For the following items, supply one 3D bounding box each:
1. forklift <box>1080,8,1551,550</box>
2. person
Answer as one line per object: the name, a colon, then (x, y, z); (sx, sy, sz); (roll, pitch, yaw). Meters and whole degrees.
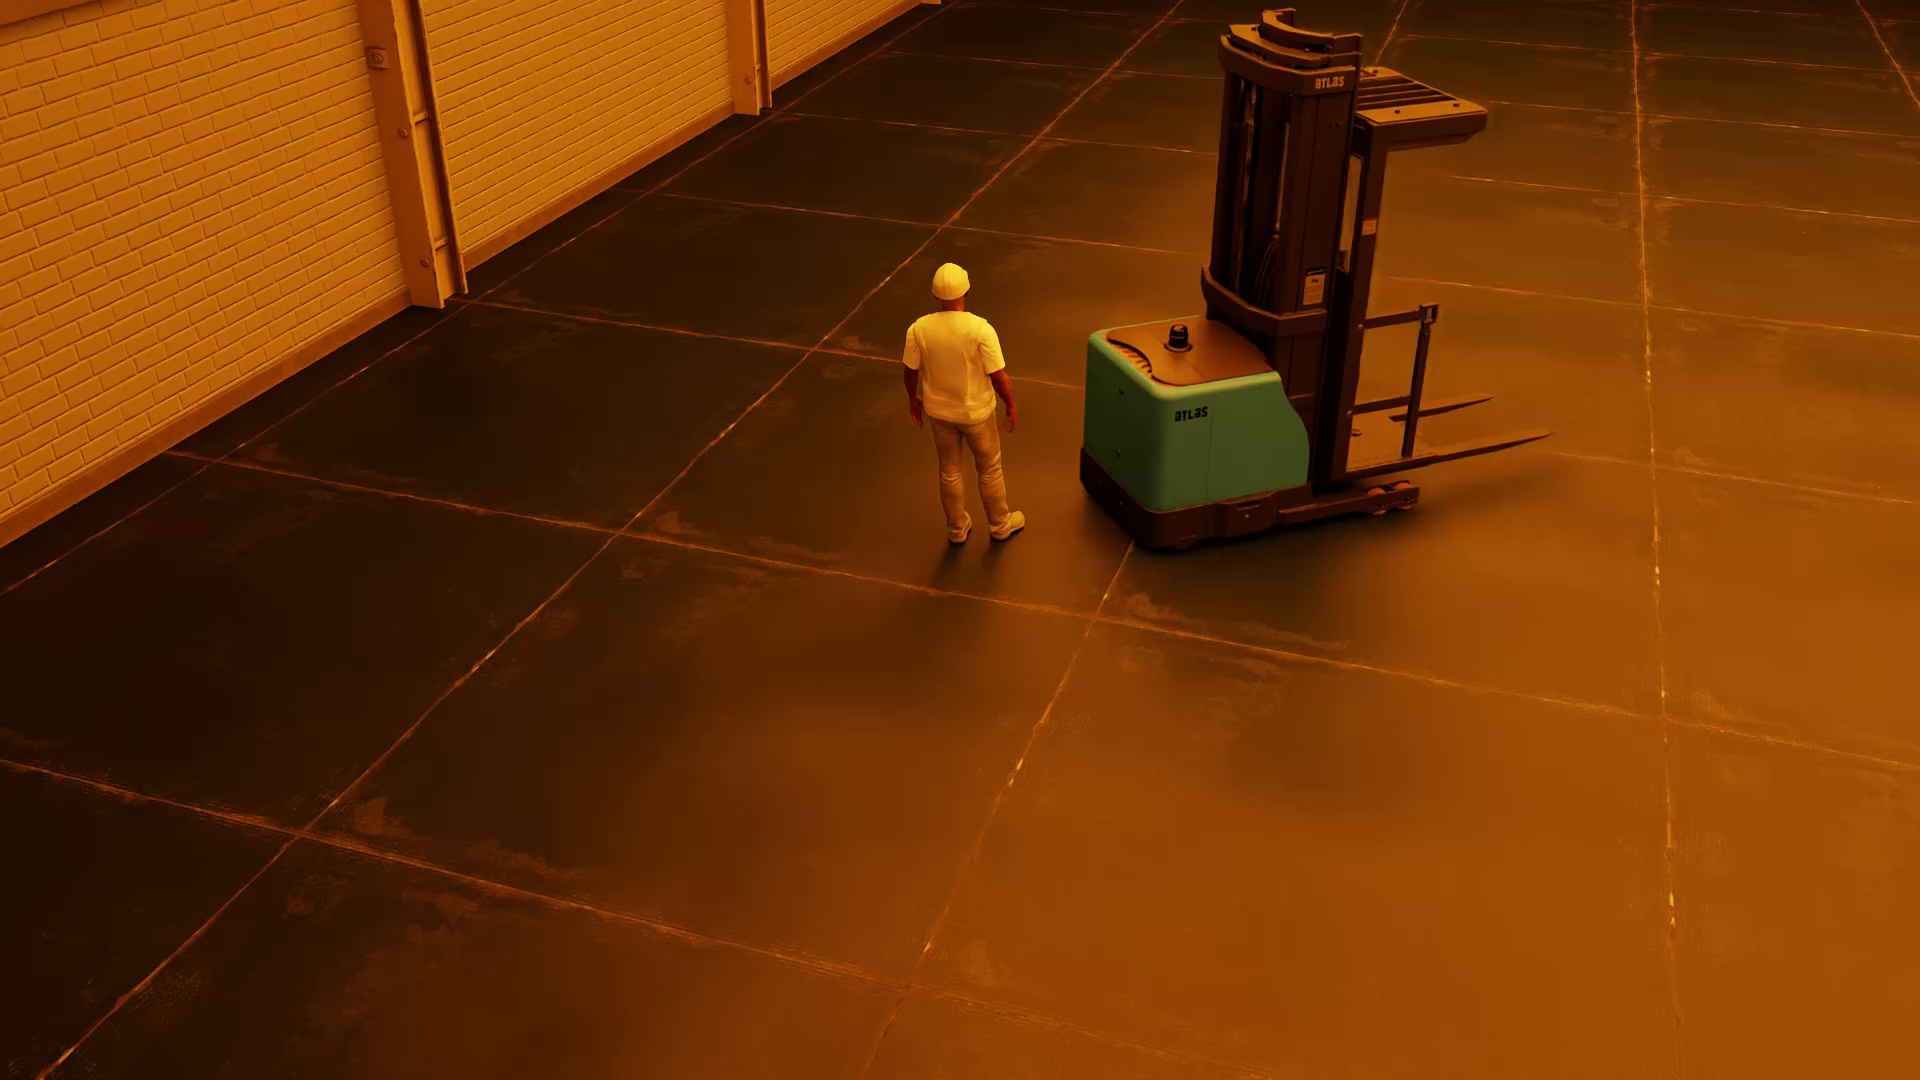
forklift: (2.336, -1.661, 10.050); (3.031, 2.935, 1.130); (-11, 31, -18)
person: (0.028, -0.805, 9.710); (0.665, 1.765, 0.577); (10, 31, 16)
